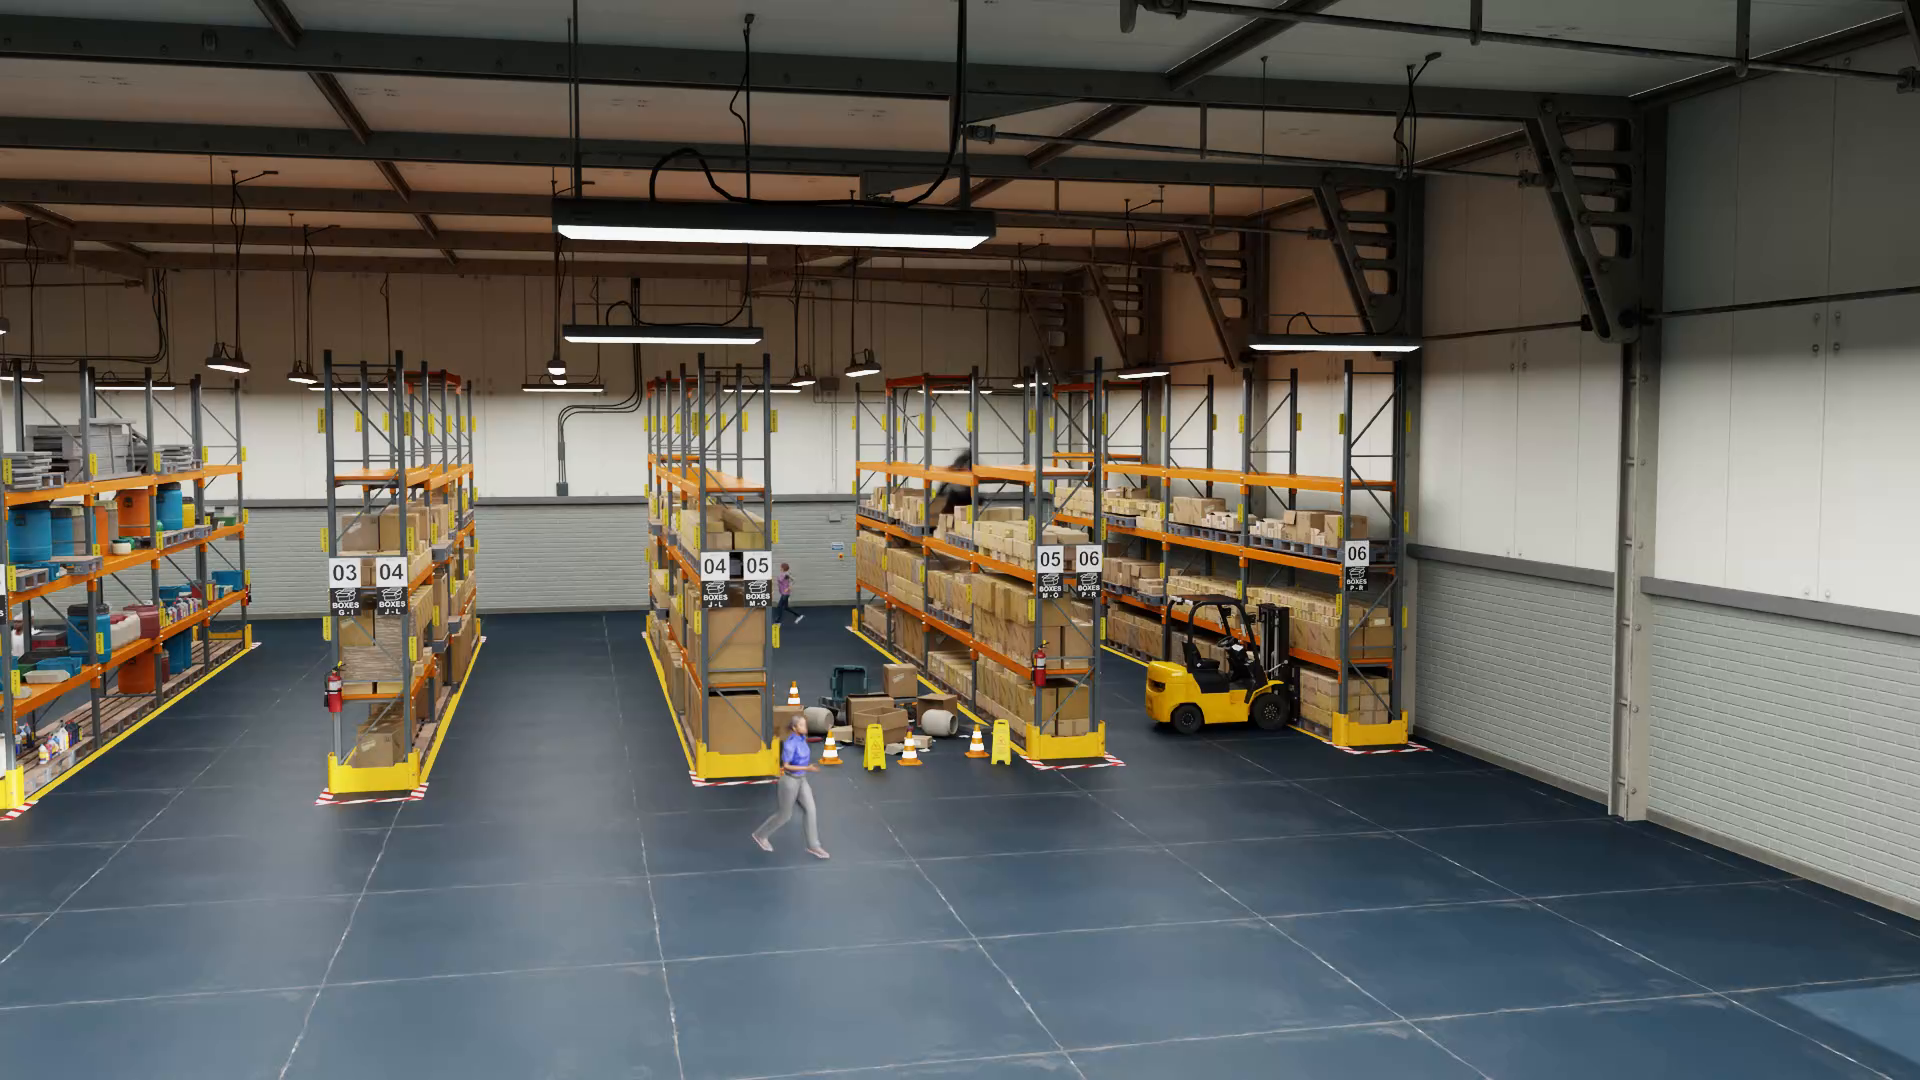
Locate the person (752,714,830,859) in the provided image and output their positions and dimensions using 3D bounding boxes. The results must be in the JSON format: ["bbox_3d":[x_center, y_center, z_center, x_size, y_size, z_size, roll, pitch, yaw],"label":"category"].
[{"bbox_3d":[-1.953,2.833,19.200,0.924,1.662,0.549,2,4,21],"label":"person"}]

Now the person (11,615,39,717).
[{"bbox_3d":[-16.131,2.149,28.678,0.692,1.747,0.689,0,4,-7],"label":"person"}]

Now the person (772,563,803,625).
[{"bbox_3d":[-4.287,1.353,40.885,0.851,1.605,0.538,-1,4,-18],"label":"person"}]
